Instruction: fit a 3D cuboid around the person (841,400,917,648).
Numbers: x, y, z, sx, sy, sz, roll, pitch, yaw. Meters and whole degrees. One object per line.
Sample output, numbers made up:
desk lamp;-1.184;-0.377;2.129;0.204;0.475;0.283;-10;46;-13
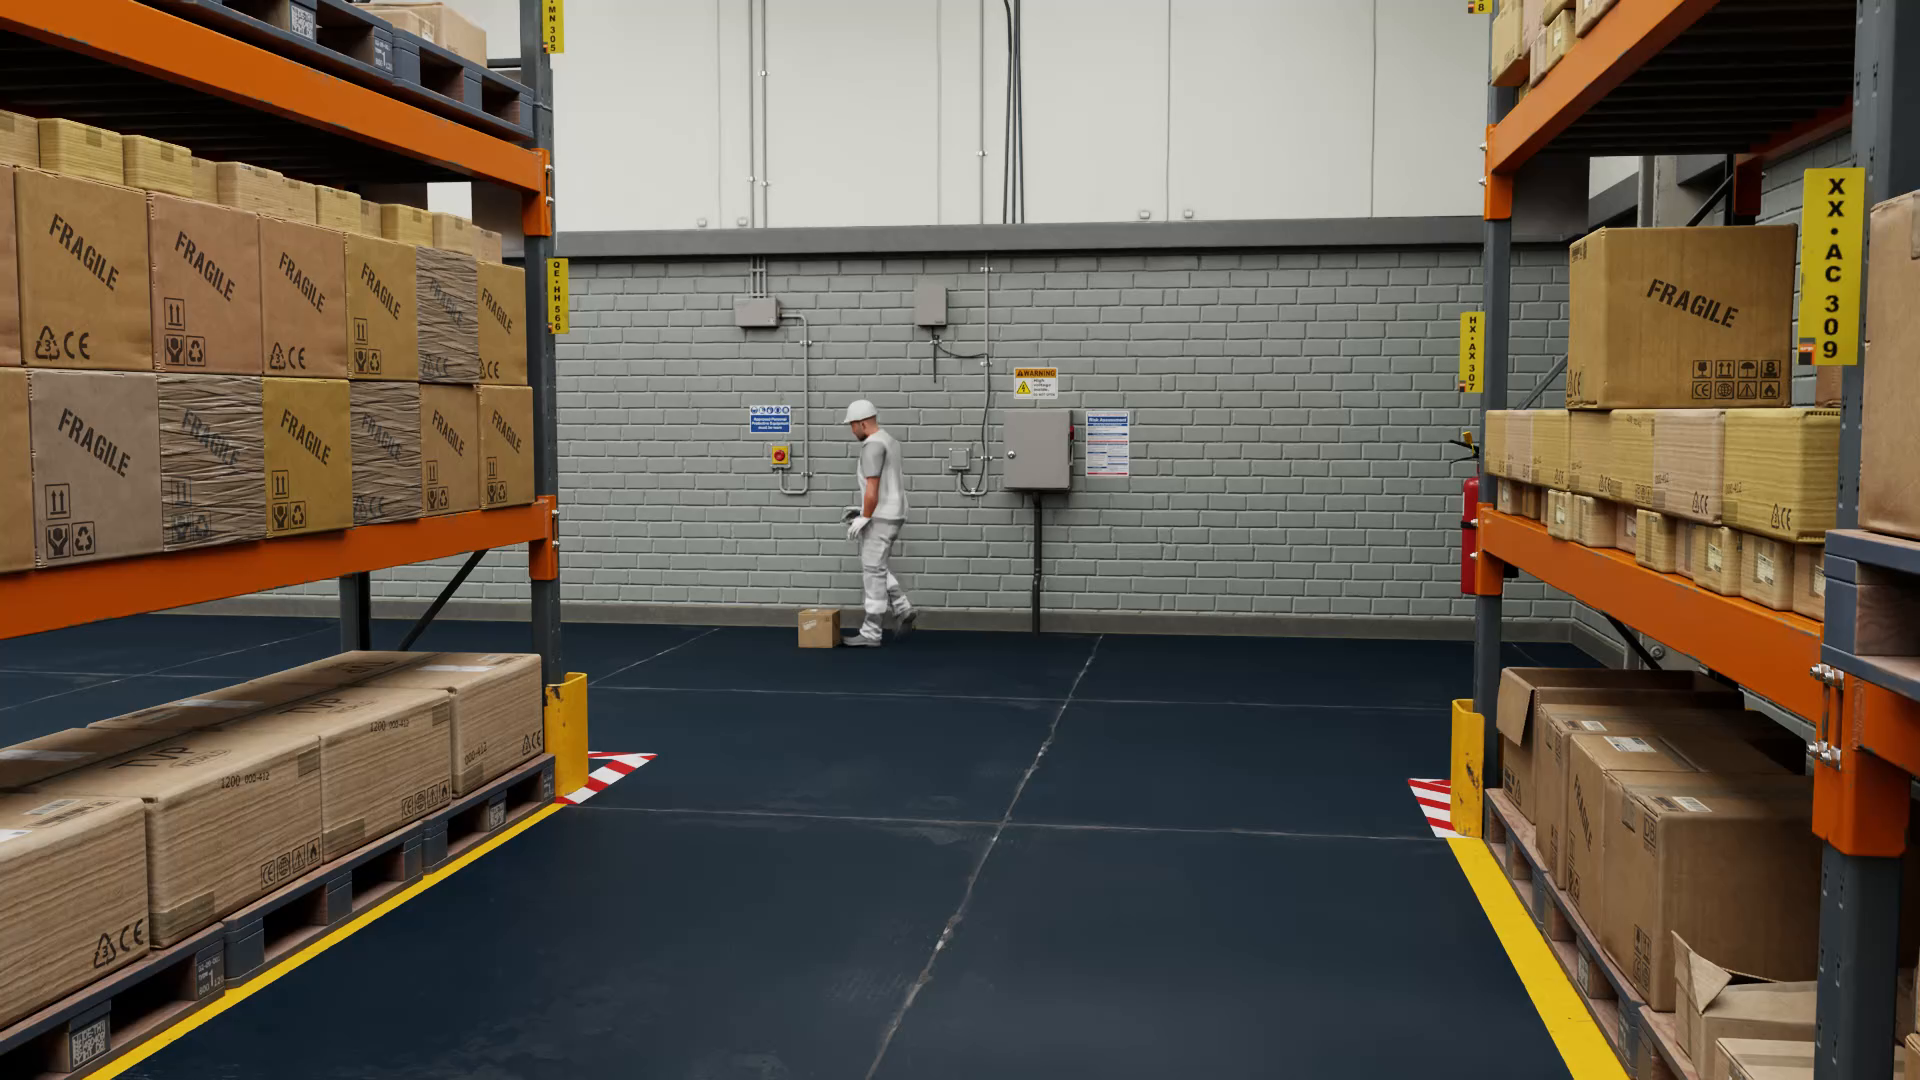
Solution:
person;-0.626;-0.121;11.978;0.589;1.775;0.544;1;5;15
